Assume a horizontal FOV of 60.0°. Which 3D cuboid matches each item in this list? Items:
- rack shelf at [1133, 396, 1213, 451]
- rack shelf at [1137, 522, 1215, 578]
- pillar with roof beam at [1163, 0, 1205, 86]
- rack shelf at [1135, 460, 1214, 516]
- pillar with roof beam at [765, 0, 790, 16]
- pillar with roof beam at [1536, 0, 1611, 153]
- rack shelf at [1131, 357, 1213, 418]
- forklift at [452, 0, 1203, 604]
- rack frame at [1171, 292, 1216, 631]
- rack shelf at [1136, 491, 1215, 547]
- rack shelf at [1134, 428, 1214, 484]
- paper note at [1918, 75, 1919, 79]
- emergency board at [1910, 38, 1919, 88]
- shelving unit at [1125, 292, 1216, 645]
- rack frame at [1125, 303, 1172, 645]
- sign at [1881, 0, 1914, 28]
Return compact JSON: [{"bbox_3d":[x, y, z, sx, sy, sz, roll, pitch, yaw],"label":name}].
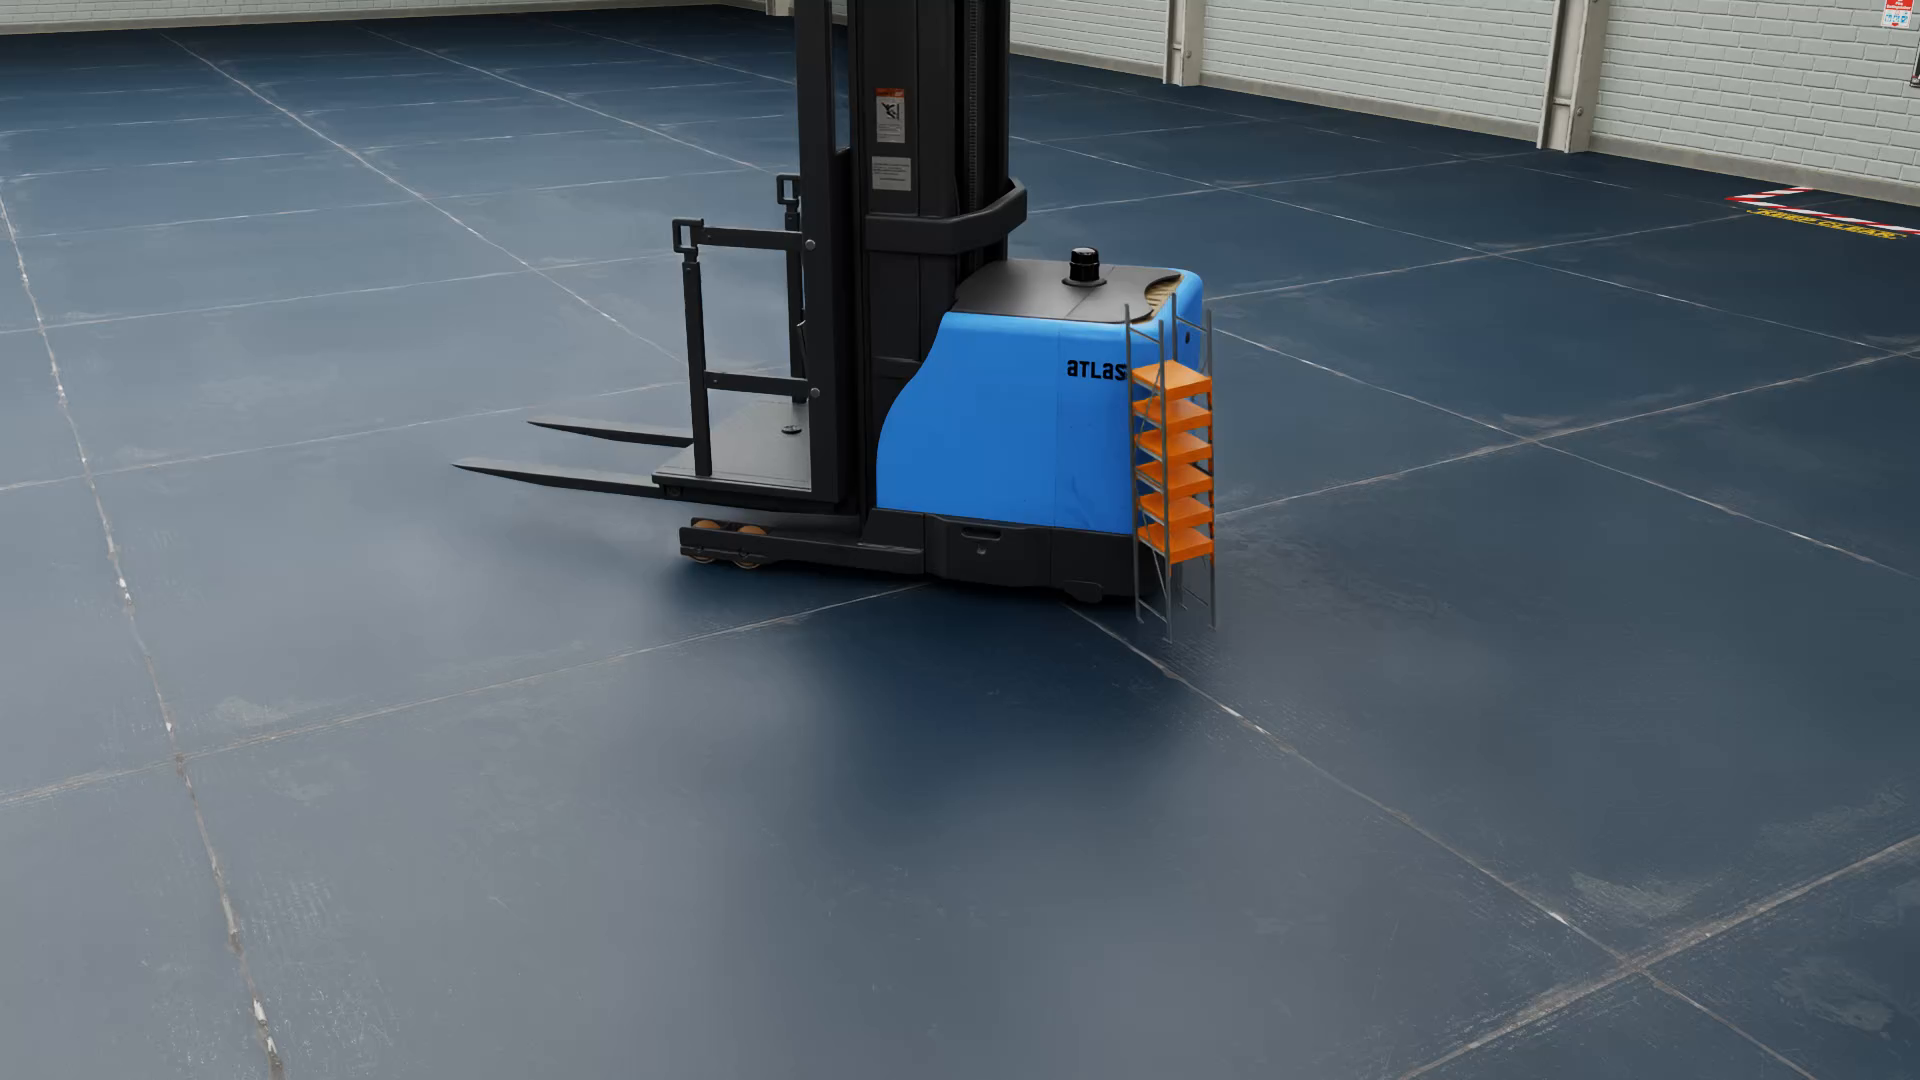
[{"bbox_3d":[0.720,-0.411,5.688,0.180,0.103,0.258,-15,27,-21],"label":"rack shelf"},{"bbox_3d":[0.757,0.021,5.893,0.180,0.103,0.258,-15,27,-21],"label":"rack shelf"},{"bbox_3d":[-0.907,-9.082,17.204,9.100,9.000,0.400,-13,25,-28],"label":"pillar with roof beam"},{"bbox_3d":[0.738,-0.195,5.791,0.180,0.103,0.258,-15,27,-21],"label":"rack shelf"},{"bbox_3d":[-7.037,-12.966,26.761,9.100,9.000,0.400,-13,25,-28],"label":"pillar with roof beam"},{"bbox_3d":[2.157,-7.139,12.426,9.100,9.000,0.400,-13,25,-28],"label":"pillar with roof beam"},{"bbox_3d":[0.710,-0.519,5.637,0.180,0.103,0.258,-15,27,-21],"label":"rack shelf"},{"bbox_3d":[-0.600,-1.426,6.428,3.031,2.935,1.130,7,23,16],"label":"forklift"},{"bbox_3d":[0.818,-0.257,5.804,0.006,1.200,0.240,-15,27,-21],"label":"rack frame"},{"bbox_3d":[0.748,-0.087,5.842,0.180,0.103,0.258,-15,27,-21],"label":"rack shelf"},{"bbox_3d":[0.729,-0.303,5.740,0.180,0.103,0.258,-15,27,-21],"label":"rack shelf"},{"bbox_3d":[7.663,-3.716,13.140,0.016,0.148,0.142,-13,25,-28],"label":"paper note"},{"bbox_3d":[7.705,-4.060,12.816,0.157,1.169,0.626,-13,25,-28],"label":"emergency board"},{"bbox_3d":[0.735,-0.235,5.772,0.189,1.200,0.258,-15,27,-21],"label":"shelving unit"},{"bbox_3d":[0.652,-0.212,5.740,0.006,1.200,0.240,-15,27,-21],"label":"rack frame"},{"bbox_3d":[7.500,-4.269,13.283,0.001,0.329,0.234,-13,25,-28],"label":"sign"}]
